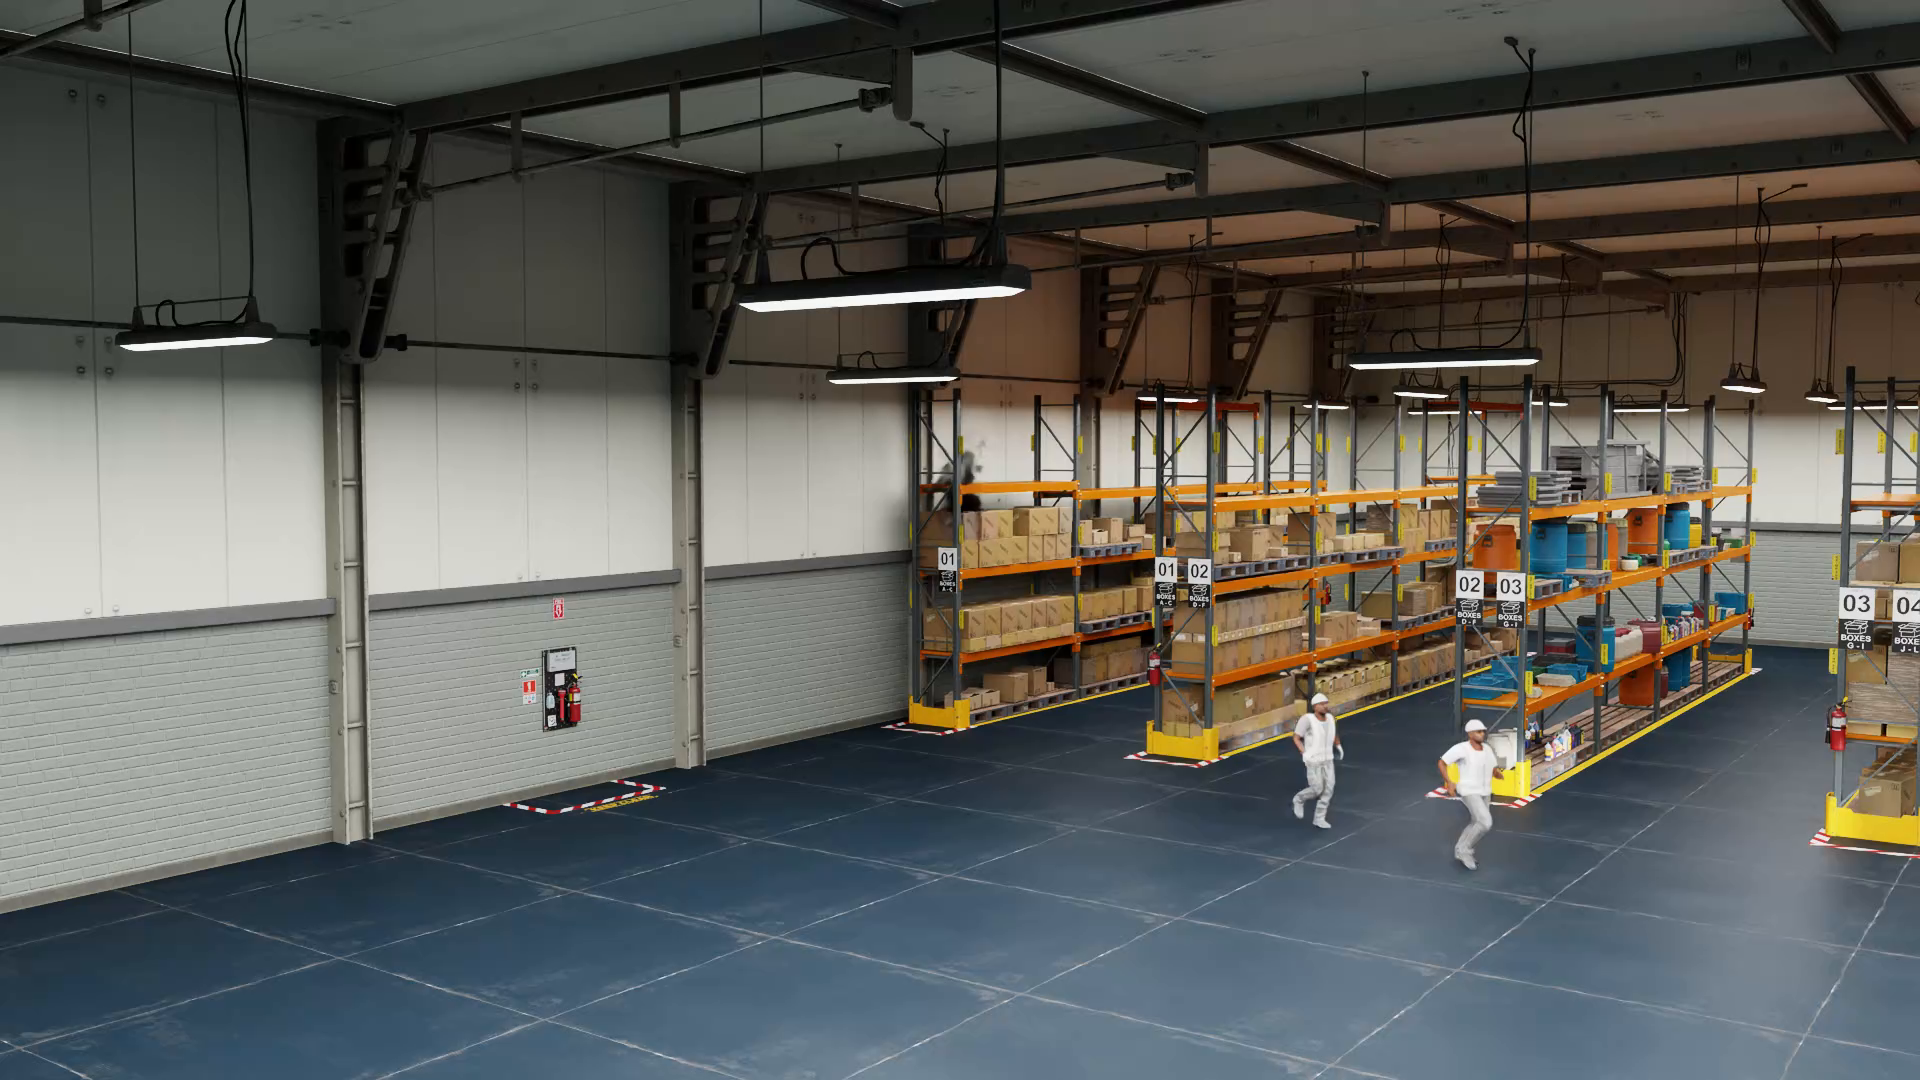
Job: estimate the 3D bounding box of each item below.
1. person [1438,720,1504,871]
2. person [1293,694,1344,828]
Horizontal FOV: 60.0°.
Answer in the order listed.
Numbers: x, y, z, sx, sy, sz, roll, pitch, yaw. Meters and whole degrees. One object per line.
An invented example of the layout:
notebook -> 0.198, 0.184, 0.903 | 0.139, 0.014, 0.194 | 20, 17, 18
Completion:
person -> 6.092, 3.003, 19.611 | 0.674, 1.765, 0.697 | -2, 4, -31
person -> 4.695, 2.884, 21.894 | 0.703, 1.754, 0.604 | -2, 4, -27
